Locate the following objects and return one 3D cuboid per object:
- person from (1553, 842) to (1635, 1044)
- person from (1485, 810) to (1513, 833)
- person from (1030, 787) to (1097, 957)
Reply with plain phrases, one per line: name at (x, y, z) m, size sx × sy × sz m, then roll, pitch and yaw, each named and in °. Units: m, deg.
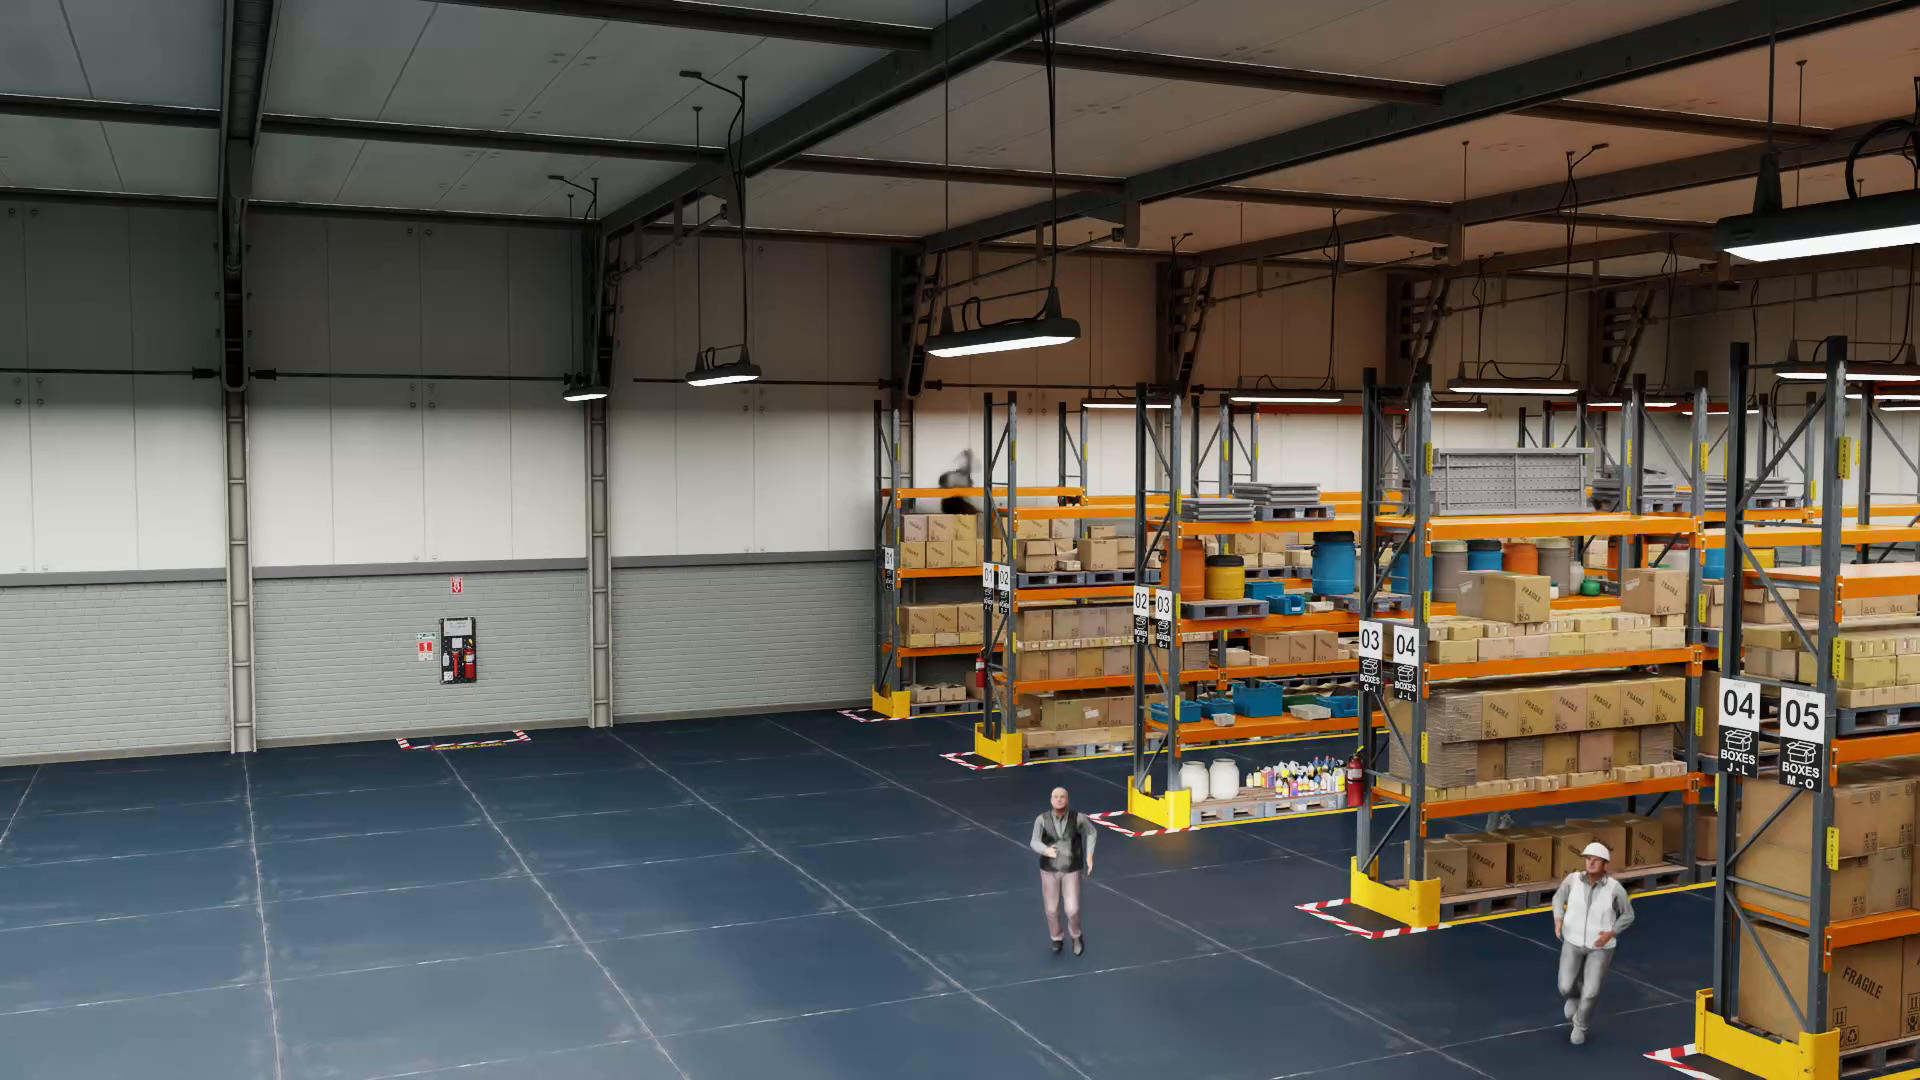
person at (5.471, 3.472, 14.407) m, size 0.688 × 1.733 × 0.549 m, roll 2°, pitch 4°, yaw 32°
person at (6.975, 3.057, 21.661) m, size 0.789 × 1.764 × 0.596 m, roll -2°, pitch 4°, yaw -32°
person at (1.029, 3.339, 16.673) m, size 0.650 × 1.703 × 0.670 m, roll 1°, pitch 3°, yaw 9°
